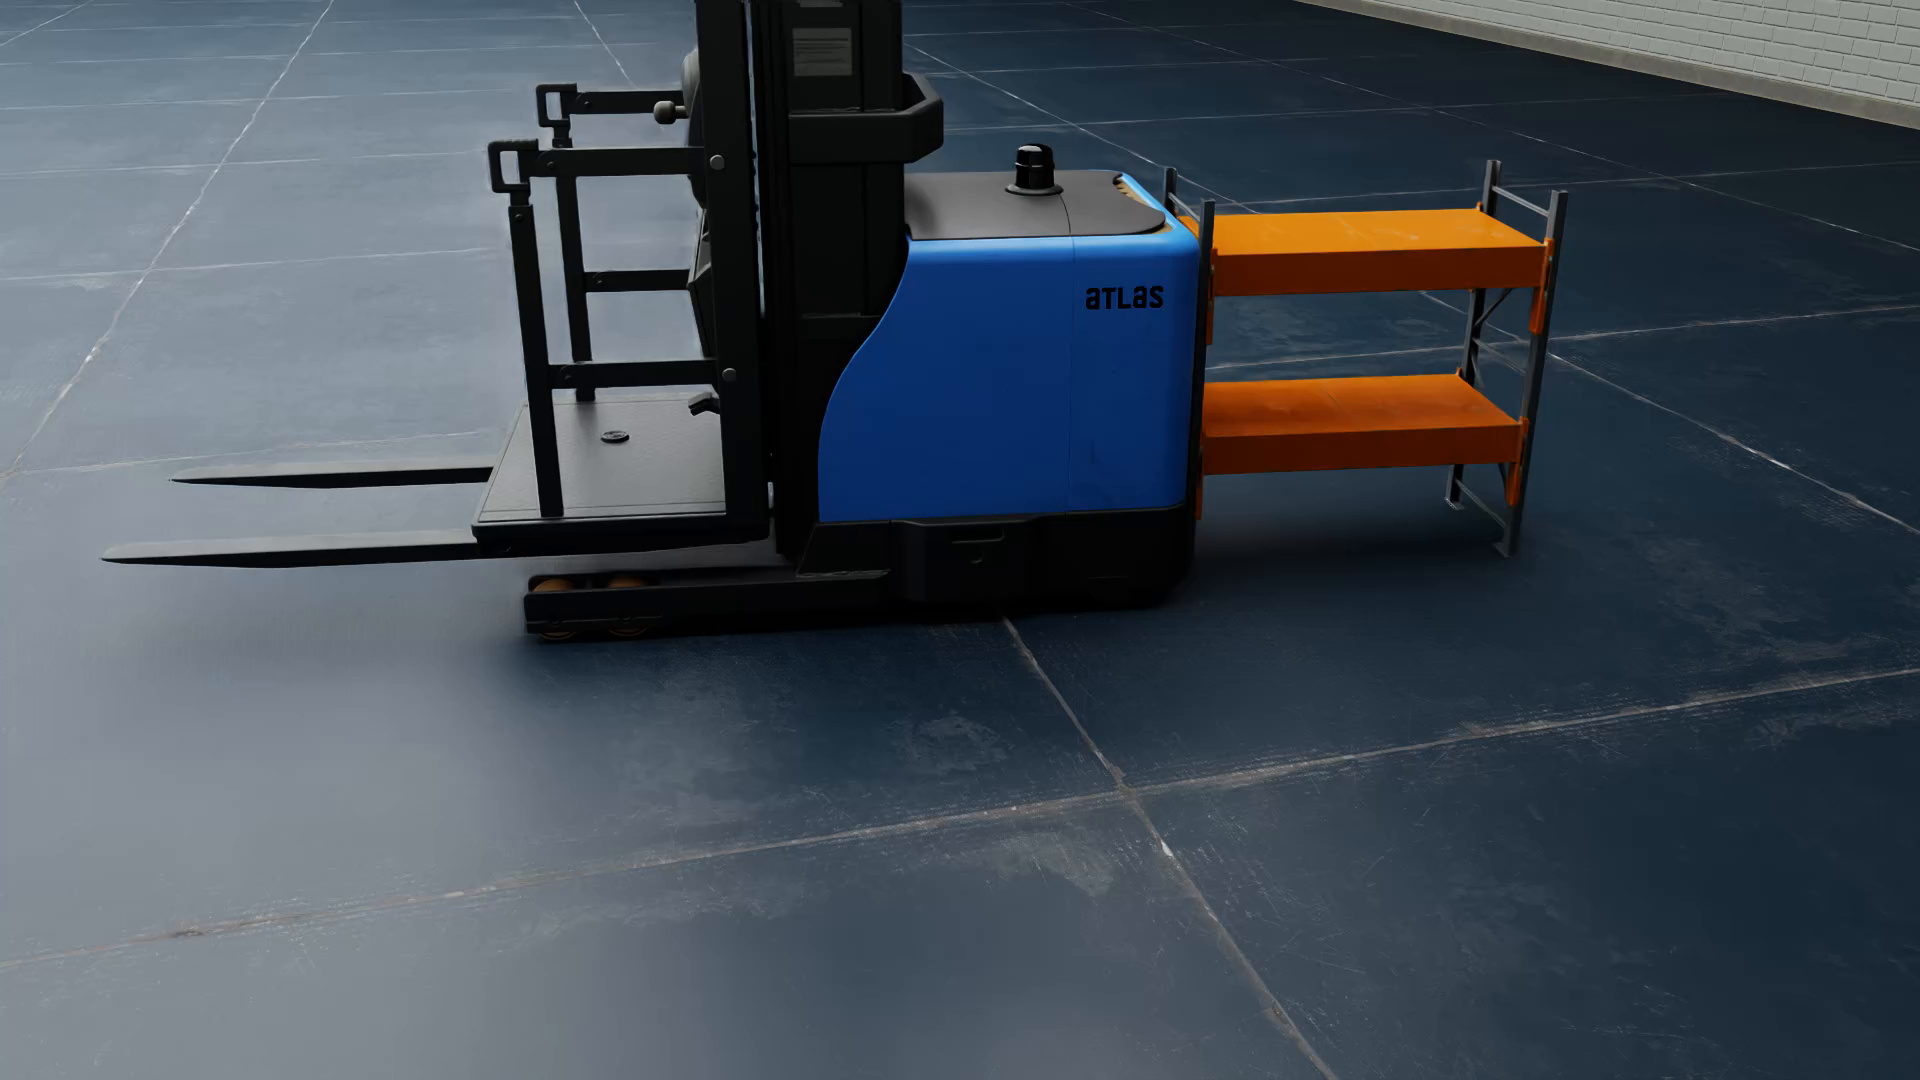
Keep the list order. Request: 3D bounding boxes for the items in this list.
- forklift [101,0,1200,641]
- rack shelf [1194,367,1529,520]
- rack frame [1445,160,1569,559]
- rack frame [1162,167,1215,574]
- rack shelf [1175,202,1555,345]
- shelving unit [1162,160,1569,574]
[{"bbox_3d":[-0.894,-1.289,4.537,3.031,2.935,1.130,-3,23,-6],"label":"forklift"},{"bbox_3d":[1.164,-0.310,5.166,1.000,0.278,0.538,-3,23,-6],"label":"rack shelf"},{"bbox_3d":[1.669,-0.557,5.123,0.032,1.125,0.500,-3,23,-6],"label":"rack frame"},{"bbox_3d":[0.658,-0.512,5.016,0.032,1.125,0.500,-3,23,-6],"label":"rack frame"},{"bbox_3d":[1.164,-0.804,4.954,1.000,0.278,0.538,-3,23,-6],"label":"rack shelf"},{"bbox_3d":[1.164,-0.535,5.069,1.048,1.125,0.538,-3,23,-6],"label":"shelving unit"}]
